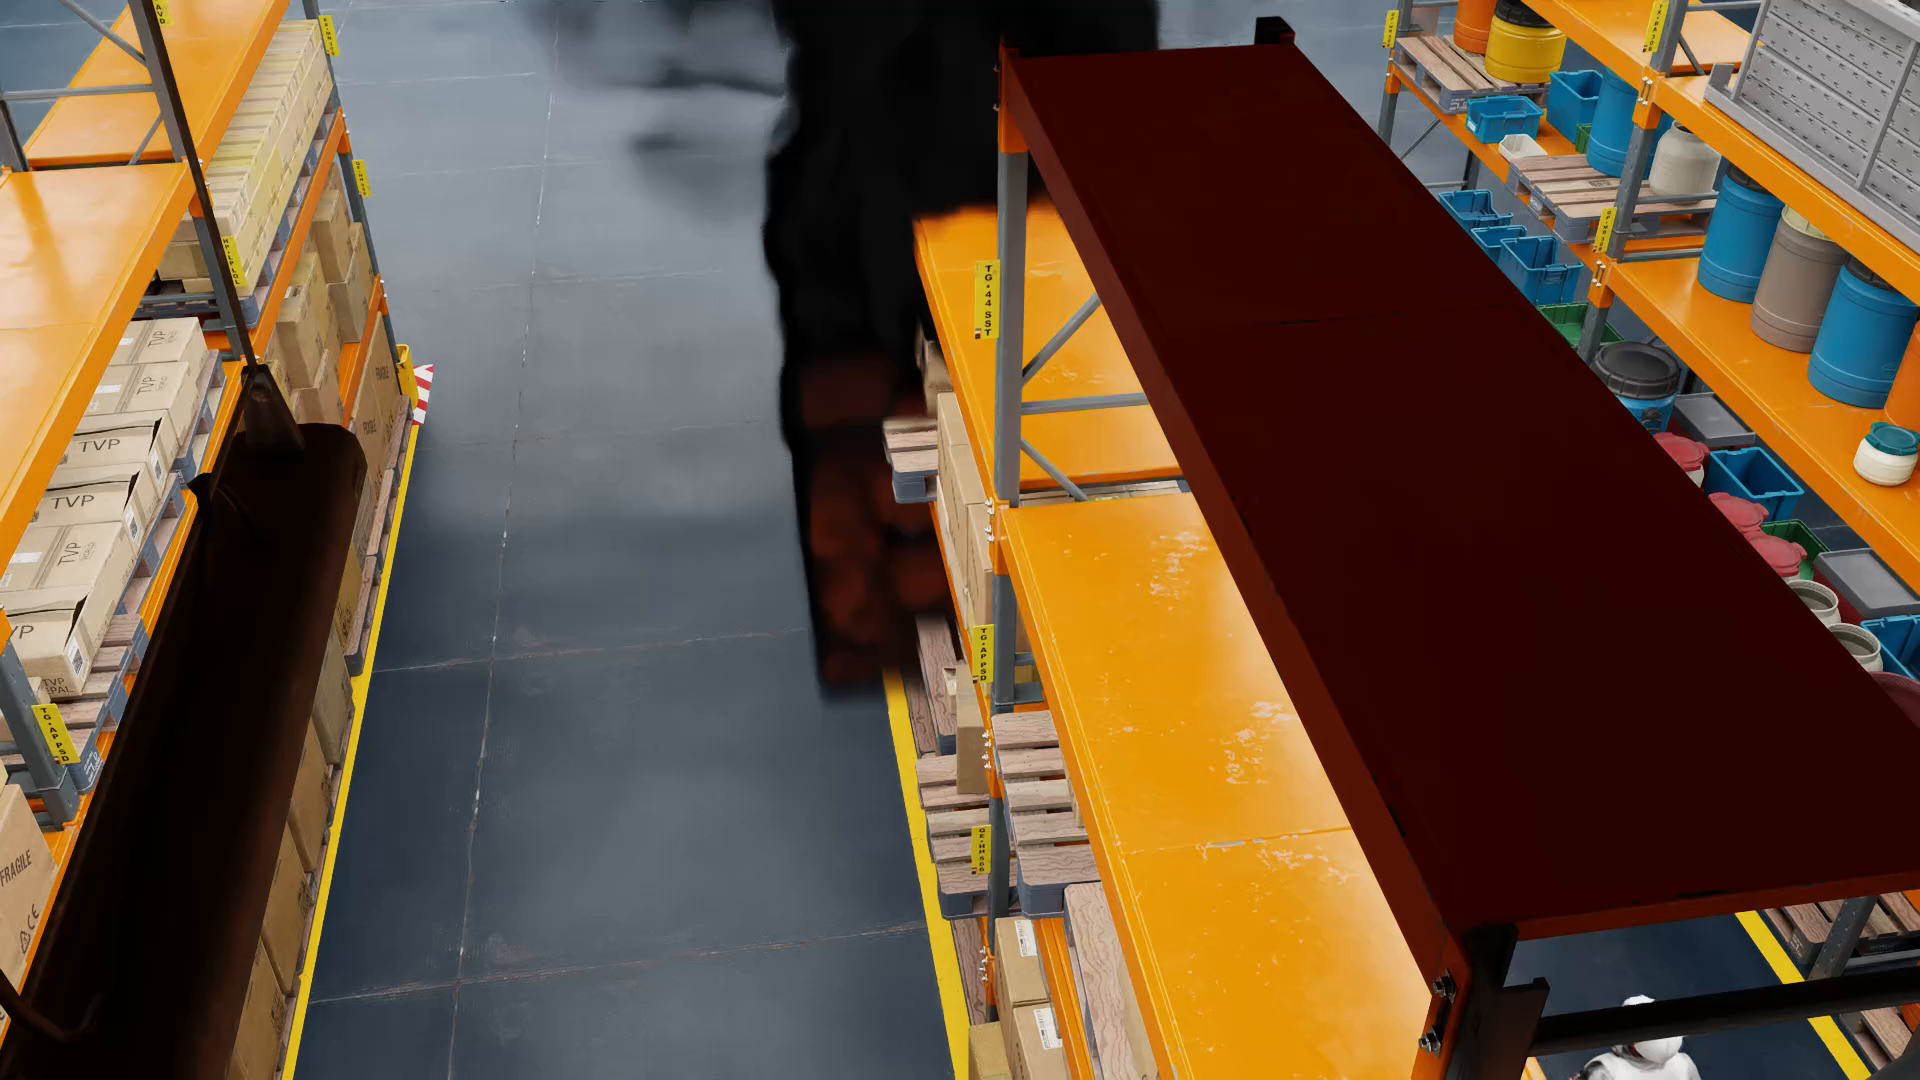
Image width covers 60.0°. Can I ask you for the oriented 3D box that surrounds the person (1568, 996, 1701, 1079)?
[{"bbox_3d":[3.064,2.787,7.759,0.670,1.769,0.646,-8,37,-11],"label":"person"}]
